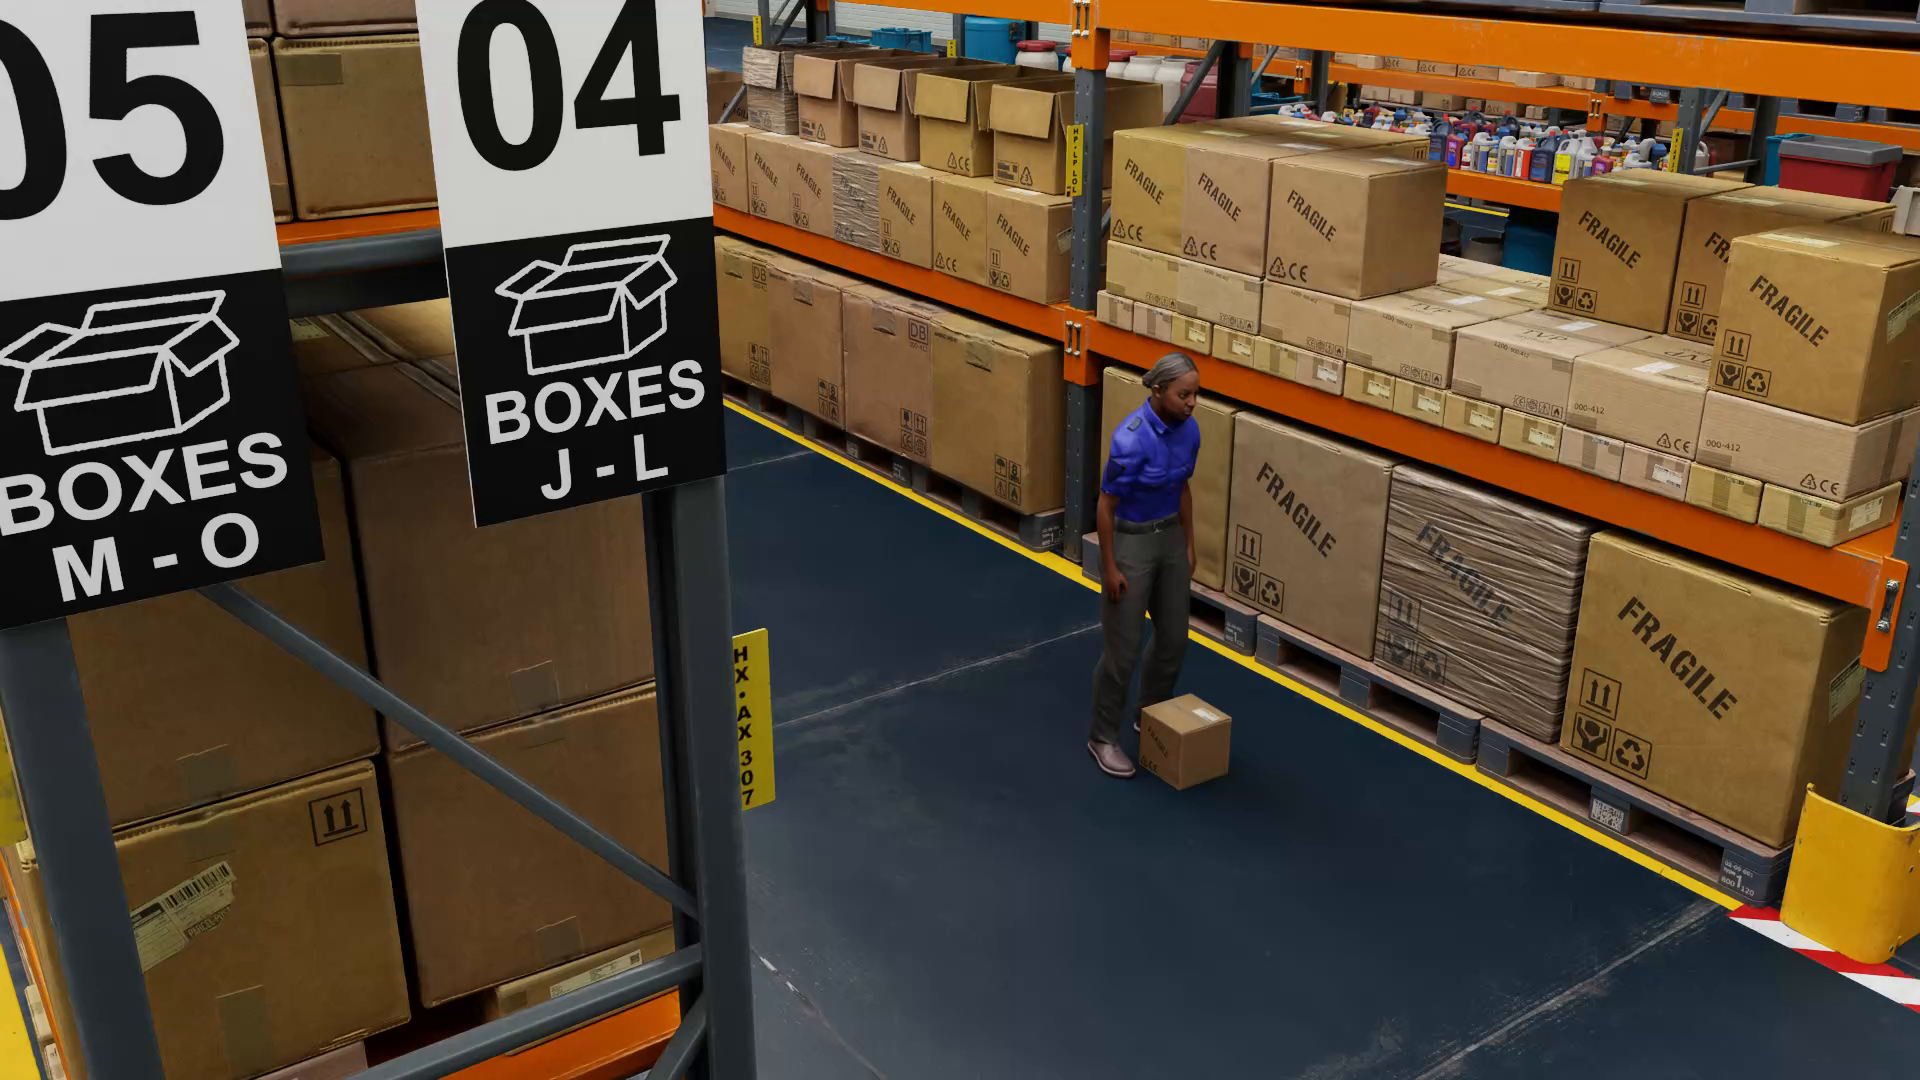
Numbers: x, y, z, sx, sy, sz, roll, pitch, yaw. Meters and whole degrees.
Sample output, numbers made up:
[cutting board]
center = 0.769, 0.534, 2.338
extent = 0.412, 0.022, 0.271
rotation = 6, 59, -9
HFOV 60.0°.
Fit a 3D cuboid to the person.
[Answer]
[person]
center = 0.724, 0.069, 6.419
extent = 0.521, 1.653, 0.349
rotation = -16, 27, -36
